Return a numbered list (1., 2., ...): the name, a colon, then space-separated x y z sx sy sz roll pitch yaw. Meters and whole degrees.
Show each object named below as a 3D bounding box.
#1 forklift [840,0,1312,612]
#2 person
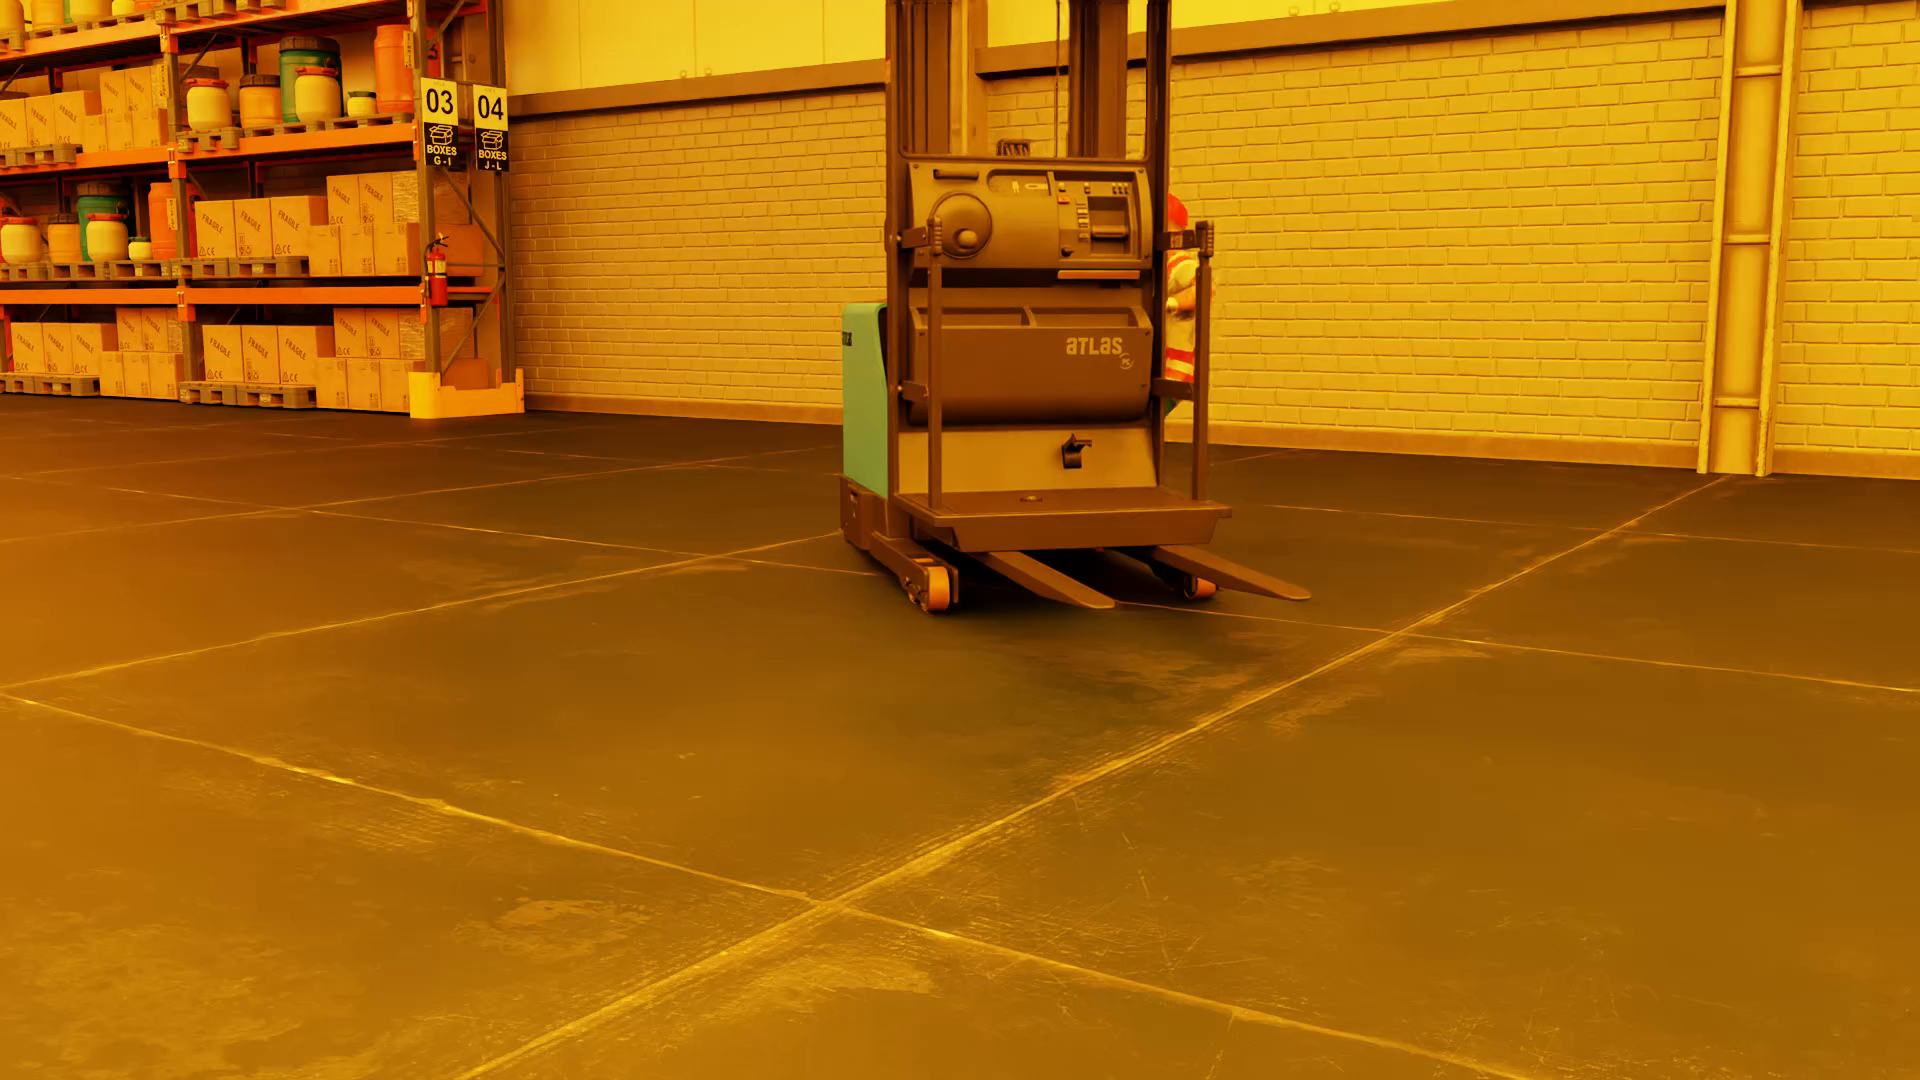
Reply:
1. forklift: 0.325 -1.257 6.033 1.130 2.935 3.031 -2 8 -14
2. person: 0.647 -0.745 7.341 0.863 1.564 1.136 -6 10 -34
